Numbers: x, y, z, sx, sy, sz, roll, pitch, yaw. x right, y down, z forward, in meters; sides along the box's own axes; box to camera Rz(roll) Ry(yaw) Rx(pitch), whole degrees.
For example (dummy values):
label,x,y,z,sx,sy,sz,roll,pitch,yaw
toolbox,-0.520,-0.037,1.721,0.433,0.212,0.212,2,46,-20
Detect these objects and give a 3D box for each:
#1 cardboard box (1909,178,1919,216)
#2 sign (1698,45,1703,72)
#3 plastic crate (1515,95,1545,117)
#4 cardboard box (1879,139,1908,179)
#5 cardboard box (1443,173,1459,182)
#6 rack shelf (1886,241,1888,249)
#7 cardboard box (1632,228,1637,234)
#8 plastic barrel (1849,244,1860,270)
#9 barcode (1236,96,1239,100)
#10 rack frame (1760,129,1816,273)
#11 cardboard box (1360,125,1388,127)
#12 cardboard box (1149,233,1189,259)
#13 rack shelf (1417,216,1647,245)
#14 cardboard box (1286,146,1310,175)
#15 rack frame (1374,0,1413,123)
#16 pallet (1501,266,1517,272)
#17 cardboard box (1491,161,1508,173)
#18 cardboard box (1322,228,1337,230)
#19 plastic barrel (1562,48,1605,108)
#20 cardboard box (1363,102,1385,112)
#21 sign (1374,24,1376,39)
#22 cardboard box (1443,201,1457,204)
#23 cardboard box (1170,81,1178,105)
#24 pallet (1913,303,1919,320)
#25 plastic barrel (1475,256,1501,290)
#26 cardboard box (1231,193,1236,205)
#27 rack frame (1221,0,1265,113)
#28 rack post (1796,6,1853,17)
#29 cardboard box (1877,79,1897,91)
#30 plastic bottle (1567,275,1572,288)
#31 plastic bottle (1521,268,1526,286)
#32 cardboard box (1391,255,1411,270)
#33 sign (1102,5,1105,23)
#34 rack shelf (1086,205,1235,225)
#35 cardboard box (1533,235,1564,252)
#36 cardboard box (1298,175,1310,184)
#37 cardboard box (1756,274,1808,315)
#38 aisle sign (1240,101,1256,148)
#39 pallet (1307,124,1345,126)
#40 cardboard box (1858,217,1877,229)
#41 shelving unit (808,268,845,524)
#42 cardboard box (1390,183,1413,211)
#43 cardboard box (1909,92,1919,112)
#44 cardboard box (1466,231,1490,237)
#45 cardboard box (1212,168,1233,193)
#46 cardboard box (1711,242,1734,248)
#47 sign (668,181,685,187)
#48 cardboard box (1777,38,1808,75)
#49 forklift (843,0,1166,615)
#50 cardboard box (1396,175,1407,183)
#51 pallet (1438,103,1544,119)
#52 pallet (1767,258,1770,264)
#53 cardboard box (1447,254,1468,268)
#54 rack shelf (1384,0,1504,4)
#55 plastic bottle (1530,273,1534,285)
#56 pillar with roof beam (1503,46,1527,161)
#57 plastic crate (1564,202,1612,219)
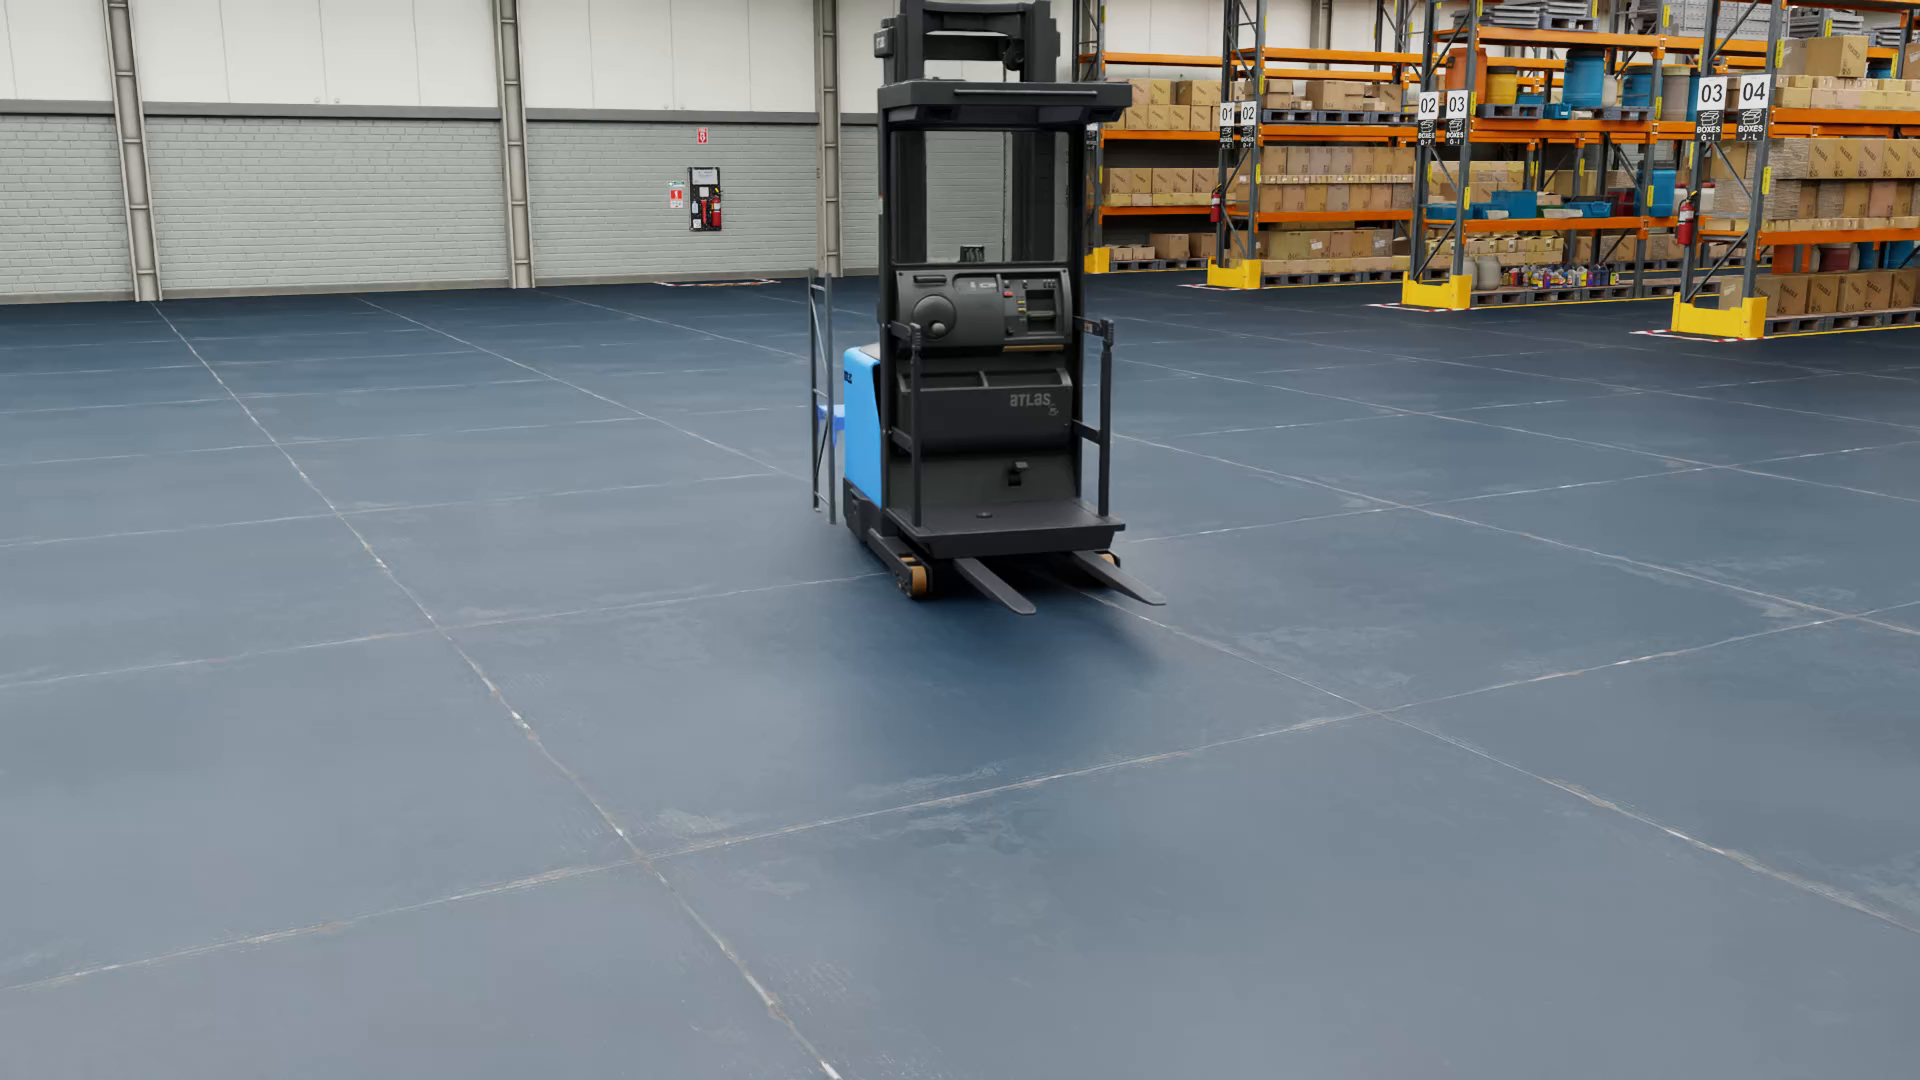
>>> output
label,x,y,z,sx,sy,sz,roll,pitch,yaw
cardboard box,12.755,-4.689,22.709,0.500,0.500,0.875,-7,14,-28
sign,9.420,-6.115,21.099,0.005,0.325,0.100,-7,14,-28
plastic crate,8.825,-6.779,26.103,0.575,0.384,0.392,-7,14,-28
cardboard box,12.039,-5.007,21.843,0.500,0.500,0.500,-7,14,-28
cardboard box,11.020,-8.126,37.935,0.500,0.500,0.500,-7,14,-28
rack shelf,14.935,-4.390,23.924,4.000,0.370,1.077,-7,14,-28
cardboard box,14.039,-6.534,34.794,0.500,0.250,0.500,-7,14,-28
plastic barrel,16.183,-5.148,30.360,0.421,0.512,0.421,0,13,0
barcode,4.959,-7.891,29.686,0.075,0.075,0.001,-7,14,-28
rack frame,14.317,-5.906,29.021,0.127,3.000,1.000,-7,14,-28
cardboard box,9.068,-9.117,36.616,0.500,0.311,0.500,-7,14,-28
cardboard box,4.367,-6.152,34.804,0.500,0.500,0.700,-8,15,-31
rack shelf,9.051,-4.924,26.296,4.000,0.370,1.077,-7,14,-28
cardboard box,5.847,-6.810,29.854,0.500,0.500,0.700,-7,15,-29
rack frame,9.570,-10.742,36.846,0.127,3.000,1.000,-7,14,-28
pallet,10.136,-5.294,32.653,1.213,0.211,1.003,-7,14,-28
cardboard box,12.340,-8.655,38.579,0.500,0.250,0.500,-6,14,-27
cardboard box,7.002,-5.576,31.152,0.500,0.500,0.500,-7,14,-28
plastic barrel,9.881,-7.314,26.348,0.708,0.901,0.600,-7,14,-28
cardboard box,7.508,-7.875,30.234,0.250,0.149,0.380,-7,14,-28
sign,9.301,-11.382,37.200,0.005,0.325,0.100,-7,14,-28
cardboard box,9.312,-6.372,31.662,0.250,0.149,0.380,-7,14,-28
cardboard box,4.164,-9.238,34.443,0.500,0.500,0.500,-7,14,-28
pallet,13.862,-3.253,23.582,1.213,0.211,1.003,-7,14,-28
plastic barrel,8.276,-4.192,26.116,0.421,0.512,0.421,0,13,0
cardboard box,5.789,-7.223,35.169,0.500,0.250,0.500,-7,14,-28
rack frame,4.925,-8.946,28.867,0.127,3.000,1.000,-7,14,-28
rack post,14.954,-9.185,28.754,0.986,0.289,0.624,-7,14,-28
cardboard box,11.878,-5.886,21.534,0.250,0.149,0.380,-6,14,-25
plastic bottle,9.692,-4.123,26.471,0.097,0.201,0.097,0,13,0
plastic bottle,9.054,-4.264,26.926,0.135,0.276,0.152,-7,15,-29
cardboard box,8.134,-5.213,31.247,0.500,0.250,0.500,-7,14,-28
sign,2.808,-10.290,32.531,0.005,0.325,0.100,-7,14,-28
rack shelf,4.304,-6.833,34.779,4.000,0.370,1.077,-7,14,-28
cardboard box,11.605,-5.896,33.003,0.500,0.311,0.500,-6,14,-26
cardboard box,6.046,-6.465,29.799,0.250,0.149,0.380,-7,14,-29
cardboard box,10.733,-3.227,21.855,0.500,0.500,0.500,-3,13,-13
aisle sign,5.014,-7.222,28.947,0.004,0.787,0.394,-7,14,-28
pallet,7.561,-8.921,36.011,1.003,0.211,1.213,-7,14,-28
cardboard box,11.808,-4.174,21.897,0.250,0.149,0.380,-7,14,-28
shelving unit,-0.355,-0.913,10.252,1.048,1.500,0.538,-4,13,-17
cardboard box,8.050,-6.441,31.171,0.500,0.500,0.700,-7,15,-29
cardboard box,12.441,-5.770,21.926,0.500,0.250,0.500,-6,14,-26
cardboard box,11.794,-7.205,38.732,0.750,0.750,0.750,-6,14,-26
cardboard box,5.357,-7.534,34.843,0.500,0.500,0.500,-7,14,-28
cardboard box,16.481,-6.378,36.241,0.500,0.311,0.500,-7,14,-28
sign,-5.232,-6.567,30.668,0.331,0.109,0.001,-7,14,-28
cardboard box,10.908,-6.223,21.554,0.500,0.500,0.500,-7,14,-28
forklift,0.188,-1.233,8.414,1.130,2.935,3.031,-3,13,-15
cardboard box,8.082,-6.710,30.888,0.250,0.149,0.380,-7,15,-29
pallet,8.068,-6.504,25.276,1.213,0.211,1.003,-7,14,-28
pallet,18.203,-6.250,36.902,1.213,0.211,1.003,-7,14,-28
cardboard box,9.358,-5.352,31.865,0.500,0.250,0.500,-6,14,-26
rack shelf,11.326,-12.223,37.495,4.000,0.370,1.077,-7,14,-28
plastic bottle,9.293,-4.227,26.932,0.097,0.201,0.097,0,13,0
pillar with roof beam,15.344,-10.574,36.098,0.400,9.000,9.100,-7,14,-28
plastic crate,9.965,-5.244,26.418,0.616,0.251,0.499,-7,14,-28
